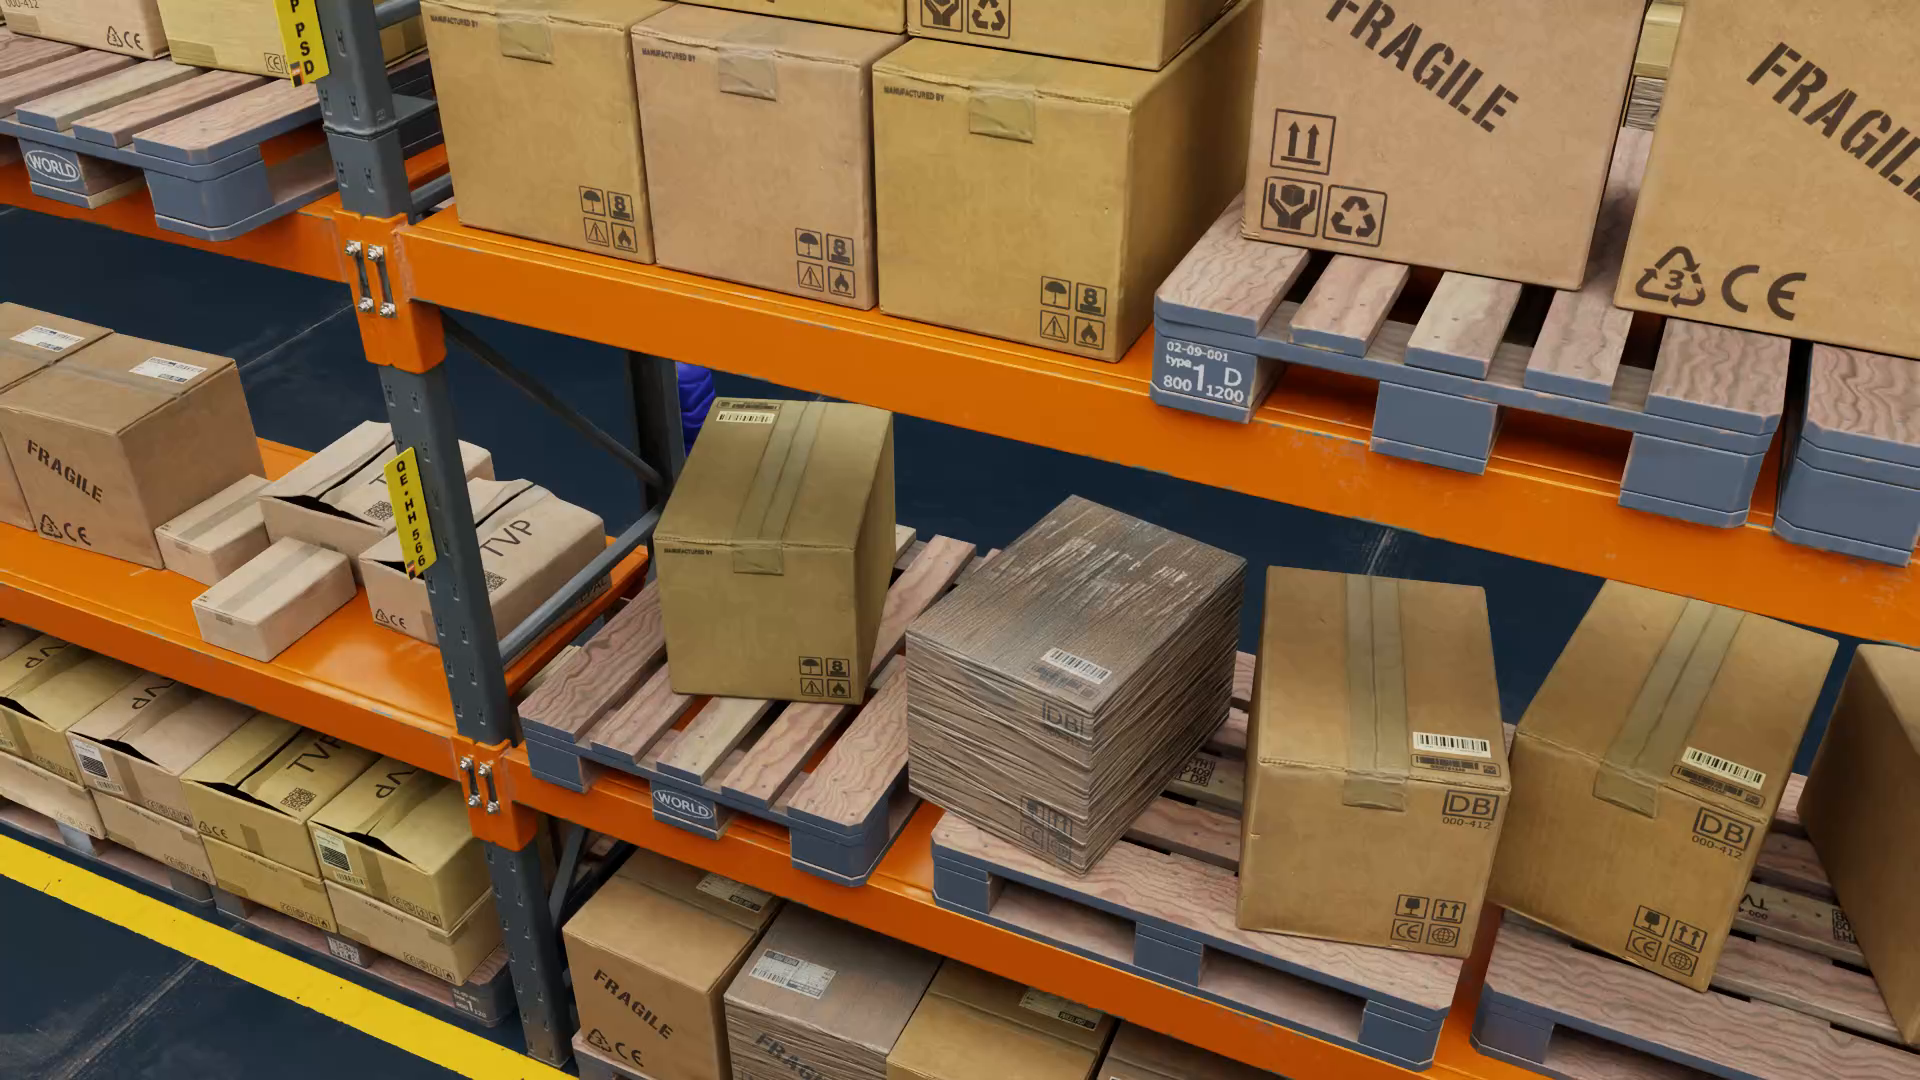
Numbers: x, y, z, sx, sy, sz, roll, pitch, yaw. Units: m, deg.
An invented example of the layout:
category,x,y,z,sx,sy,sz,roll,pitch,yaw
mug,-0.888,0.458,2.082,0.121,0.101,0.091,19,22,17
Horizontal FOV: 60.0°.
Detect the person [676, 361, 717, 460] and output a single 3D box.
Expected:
category,x,y,z,sx,sy,sz,roll,pitch,yaw
person,-1.097,-0.256,6.529,0.349,1.653,0.519,12,36,18
